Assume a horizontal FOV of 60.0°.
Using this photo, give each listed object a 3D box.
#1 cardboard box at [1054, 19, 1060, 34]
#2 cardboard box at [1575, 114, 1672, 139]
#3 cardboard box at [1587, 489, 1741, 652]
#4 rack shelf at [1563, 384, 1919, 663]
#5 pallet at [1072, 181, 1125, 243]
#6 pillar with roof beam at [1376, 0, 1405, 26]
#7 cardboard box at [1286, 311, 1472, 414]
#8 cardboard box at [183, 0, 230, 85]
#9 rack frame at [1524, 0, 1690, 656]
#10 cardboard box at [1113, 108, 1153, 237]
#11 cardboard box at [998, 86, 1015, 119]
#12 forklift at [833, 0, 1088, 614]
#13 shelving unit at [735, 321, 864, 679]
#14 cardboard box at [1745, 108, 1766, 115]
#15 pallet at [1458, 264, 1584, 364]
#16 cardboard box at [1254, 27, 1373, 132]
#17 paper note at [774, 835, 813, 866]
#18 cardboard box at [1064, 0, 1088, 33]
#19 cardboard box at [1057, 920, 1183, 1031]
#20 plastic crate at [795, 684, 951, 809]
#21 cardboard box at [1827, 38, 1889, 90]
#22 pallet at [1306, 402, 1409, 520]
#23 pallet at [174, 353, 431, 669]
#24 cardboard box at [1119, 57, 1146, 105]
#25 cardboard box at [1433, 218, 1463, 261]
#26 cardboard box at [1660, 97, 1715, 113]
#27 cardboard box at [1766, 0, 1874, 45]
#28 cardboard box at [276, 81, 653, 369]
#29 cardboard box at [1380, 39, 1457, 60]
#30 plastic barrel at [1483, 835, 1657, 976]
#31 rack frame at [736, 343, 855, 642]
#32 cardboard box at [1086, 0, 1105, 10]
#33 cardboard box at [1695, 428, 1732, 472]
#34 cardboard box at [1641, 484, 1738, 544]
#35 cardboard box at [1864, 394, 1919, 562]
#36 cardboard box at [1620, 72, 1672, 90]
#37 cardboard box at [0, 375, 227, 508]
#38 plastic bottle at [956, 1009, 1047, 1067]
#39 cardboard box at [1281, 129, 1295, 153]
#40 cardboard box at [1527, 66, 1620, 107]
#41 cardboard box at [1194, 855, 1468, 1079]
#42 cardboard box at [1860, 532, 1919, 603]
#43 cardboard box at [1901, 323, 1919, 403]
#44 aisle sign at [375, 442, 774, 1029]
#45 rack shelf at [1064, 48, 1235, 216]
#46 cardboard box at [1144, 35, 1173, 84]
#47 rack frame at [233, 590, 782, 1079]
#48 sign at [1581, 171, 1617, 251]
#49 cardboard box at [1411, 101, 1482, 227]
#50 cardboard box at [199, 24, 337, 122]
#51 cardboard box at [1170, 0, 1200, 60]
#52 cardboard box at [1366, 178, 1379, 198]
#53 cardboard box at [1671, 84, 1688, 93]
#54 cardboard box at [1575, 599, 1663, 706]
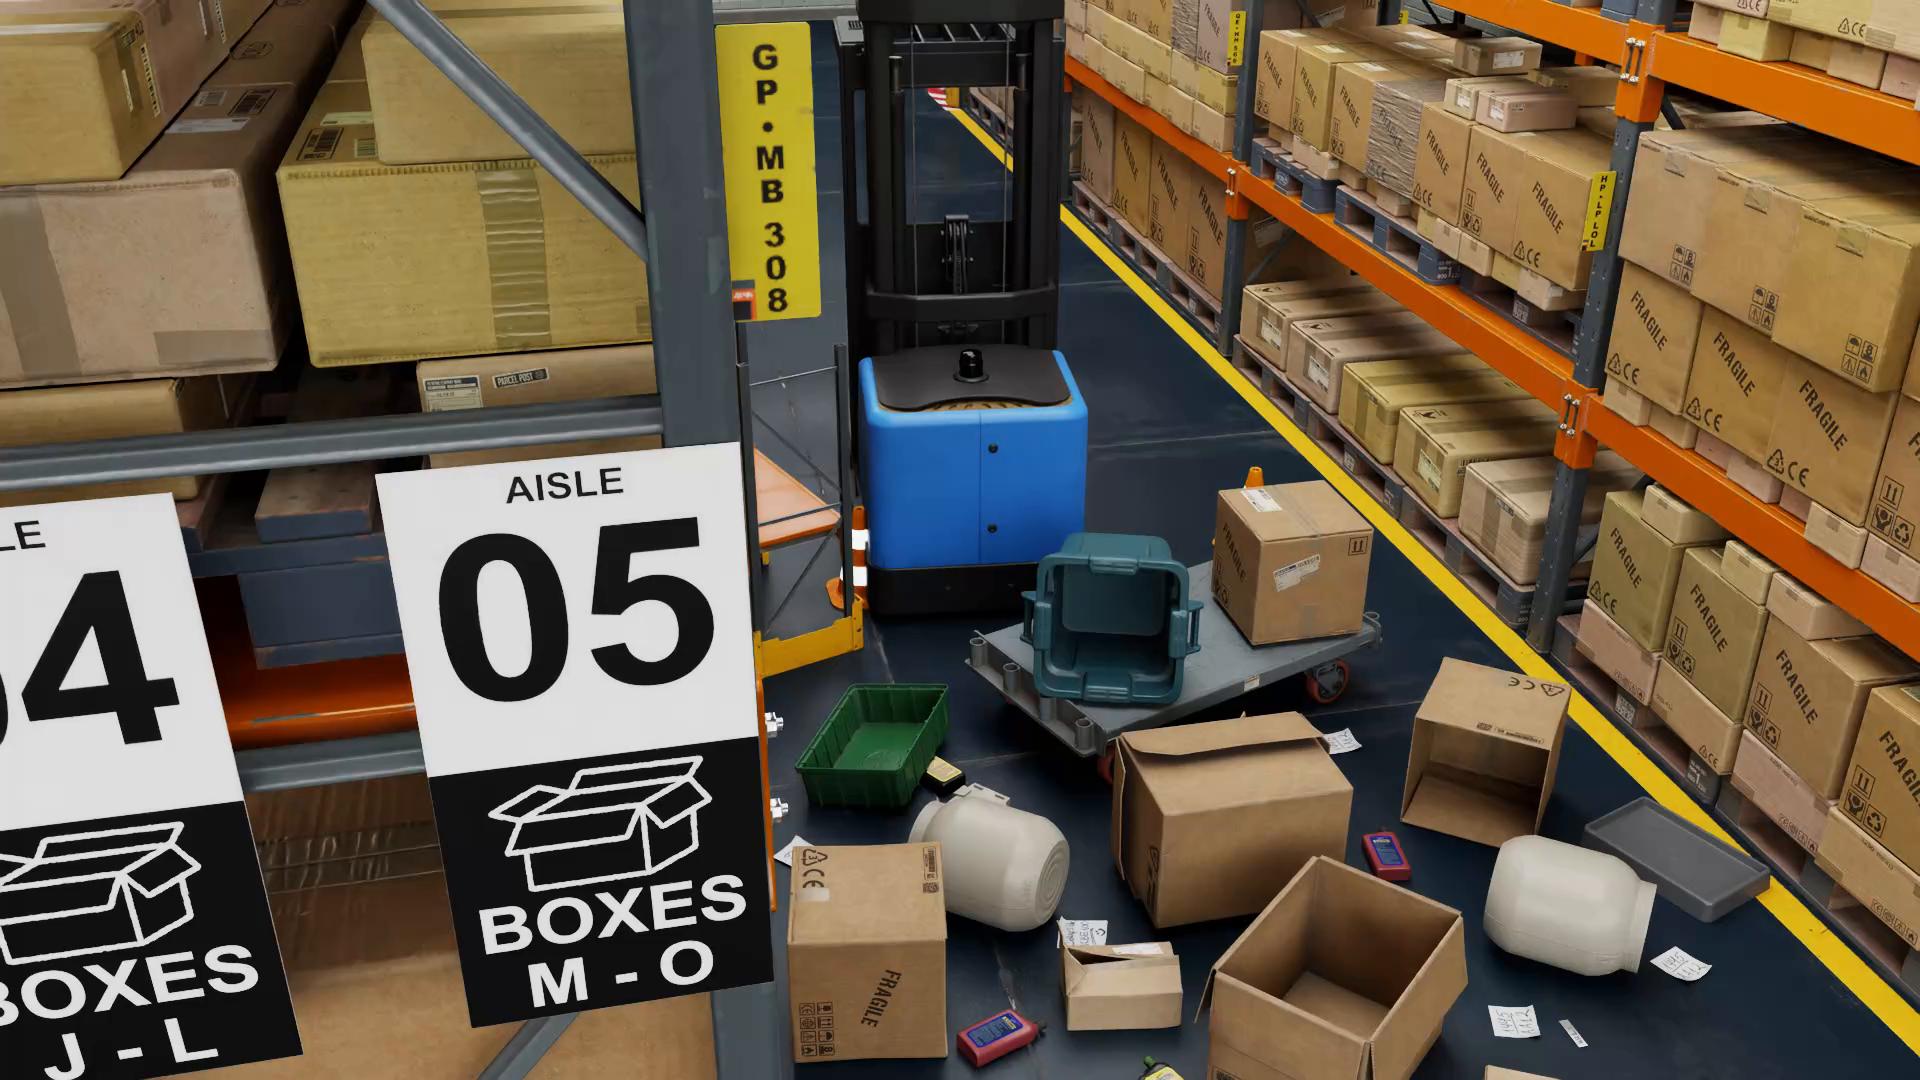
[{"bbox_3d":[0.992,-4.616,14.456,0.500,0.500,0.500,-6,27,-11],"label":"cardboard box"},{"bbox_3d":[3.209,-1.702,7.886,0.500,0.500,0.500,-6,27,-11],"label":"cardboard box"},{"bbox_3d":[3.018,0.110,6.957,0.500,0.500,0.500,-5,27,-9],"label":"cardboard box"},{"bbox_3d":[3.599,0.317,5.591,1.077,0.370,4.000,-6,27,-12],"label":"rack shelf"},{"bbox_3d":[1.593,-2.818,14.099,1.003,0.211,1.213,-6,27,-12],"label":"pallet"},{"bbox_3d":[1.356,-10.172,18.916,9.100,9.000,0.400,-6,27,-12],"label":"pillar with roof beam"},{"bbox_3d":[2.539,-1.080,10.012,0.950,0.372,0.625,-6,27,-13],"label":"cardboard box"},{"bbox_3d":[-1.269,-0.730,2.355,0.380,0.149,0.250,-5,27,-11],"label":"cardboard box"},{"bbox_3d":[3.148,-0.882,7.169,1.000,3.000,0.127,-6,27,-12],"label":"rack frame"},{"bbox_3d":[1.774,-2.973,13.204,0.875,0.875,0.875,-5,27,-10],"label":"cardboard box"},{"bbox_3d":[0.905,-4.513,16.740,0.875,0.438,0.875,-5,27,-10],"label":"cardboard box"},{"bbox_3d":[-0.066,-1.589,8.645,1.130,2.935,3.031,-3,27,-5],"label":"forklift"},{"bbox_3d":[-0.977,-0.306,7.691,0.587,1.500,1.083,-16,31,-28],"label":"shelving unit"},{"bbox_3d":[6.878,-3.565,14.072,0.380,0.149,0.250,-6,27,-11],"label":"cardboard box"},{"bbox_3d":[3.118,-1.147,7.906,1.003,0.211,1.213,-6,27,-12],"label":"pallet"},{"bbox_3d":[2.123,-2.782,10.026,0.500,0.500,0.500,-7,28,-13],"label":"cardboard box"},{"bbox_3d":[-0.618,1.193,6.351,0.142,0.020,0.147,19,32,32],"label":"paper note"},{"bbox_3d":[1.170,-4.329,13.609,0.500,0.250,0.500,-7,28,-13],"label":"cardboard box"},{"bbox_3d":[0.530,1.453,5.576,0.396,0.266,0.258,-1,27,-3],"label":"cardboard box"},{"bbox_3d":[-0.336,0.838,6.818,0.450,0.188,0.662,-2,25,20],"label":"plastic crate"},{"bbox_3d":[3.165,-1.615,5.571,0.380,0.149,0.250,-5,27,-10],"label":"cardboard box"},{"bbox_3d":[2.693,-0.516,9.537,1.003,0.211,1.213,-6,27,-12],"label":"pallet"},{"bbox_3d":[-0.927,-0.203,2.593,1.003,0.211,1.213,-6,27,-12],"label":"pallet"},{"bbox_3d":[1.509,-3.433,12.389,0.500,0.250,0.500,-6,27,-12],"label":"cardboard box"},{"bbox_3d":[2.567,-1.494,8.193,0.380,0.149,0.250,-6,27,-11],"label":"cardboard box"},{"bbox_3d":[6.284,-3.732,14.404,0.380,0.149,0.250,-6,27,-12],"label":"cardboard box"},{"bbox_3d":[3.106,-1.841,5.575,0.500,0.250,0.500,-6,27,-12],"label":"cardboard box"},{"bbox_3d":[-0.609,-0.454,2.251,0.500,0.250,0.500,-6,27,-12],"label":"cardboard box"},{"bbox_3d":[2.747,-2.606,9.677,0.500,0.500,0.500,-6,27,-12],"label":"cardboard box"},{"bbox_3d":[2.109,1.271,5.762,0.512,0.421,0.421,13,30,24],"label":"plastic barrel"},{"bbox_3d":[-0.704,-0.108,7.299,0.500,1.500,0.032,-16,31,-28],"label":"rack frame"},{"bbox_3d":[1.306,-4.442,13.001,0.500,0.500,0.500,-6,27,-12],"label":"cardboard box"},{"bbox_3d":[3.104,-0.380,6.453,0.380,0.149,0.250,-6,27,-12],"label":"cardboard box"},{"bbox_3d":[2.988,-0.119,6.690,0.380,0.149,0.250,-6,27,-11],"label":"cardboard box"},{"bbox_3d":[3.346,-0.179,5.334,0.500,0.500,0.500,-6,27,-11],"label":"cardboard box"},{"bbox_3d":[6.108,-4.100,14.802,0.380,0.149,0.250,-7,28,-14],"label":"cardboard box"},{"bbox_3d":[-1.155,-0.150,2.090,0.380,0.149,0.250,-6,27,-12],"label":"cardboard box"},{"bbox_3d":[0.141,1.623,5.467,0.283,0.061,0.133,-16,31,-29],"label":"plastic bottle"},{"bbox_3d":[2.170,-2.424,10.037,0.380,0.149,0.250,-8,28,-15],"label":"cardboard box"},{"bbox_3d":[3.042,-2.245,8.243,0.380,0.149,0.250,-4,27,-9],"label":"cardboard box"},{"bbox_3d":[1.187,1.474,5.271,0.637,0.503,0.797,19,32,32],"label":"cardboard box"},{"bbox_3d":[3.270,0.071,5.559,0.380,0.149,0.250,-6,27,-12],"label":"cardboard box"},{"bbox_3d":[3.423,-0.621,5.102,0.700,0.500,0.500,-6,27,-12],"label":"cardboard box"},{"bbox_3d":[-0.442,0.261,2.019,0.394,0.787,0.004,-6,27,-12],"label":"aisle sign"},{"bbox_3d":[1.796,-3.195,12.549,1.077,0.370,4.000,-6,27,-12],"label":"rack shelf"},{"bbox_3d":[1.636,-3.429,11.825,0.500,0.250,0.500,-7,28,-13],"label":"cardboard box"},{"bbox_3d":[-0.750,1.421,2.606,1.000,3.000,0.127,-6,27,-12],"label":"rack frame"},{"bbox_3d":[2.609,-1.341,6.793,0.100,0.325,0.005,-6,27,-12],"label":"sign"},{"bbox_3d":[2.597,-1.871,8.221,0.500,0.500,0.500,-5,27,-10],"label":"cardboard box"},{"bbox_3d":[-1.244,-0.622,2.584,0.500,0.250,0.500,-6,27,-11],"label":"cardboard box"},{"bbox_3d":[1.752,-3.554,11.242,0.500,0.500,0.500,-5,27,-11],"label":"cardboard box"},{"bbox_3d":[2.461,-1.959,9.115,0.380,0.149,0.250,-5,27,-10],"label":"cardboard box"},{"bbox_3d":[6.609,-4.014,14.961,0.380,0.149,0.250,-6,27,-12],"label":"cardboard box"},{"bbox_3d":[3.018,0.444,7.126,0.500,0.250,0.500,-7,28,-14],"label":"cardboard box"}]
